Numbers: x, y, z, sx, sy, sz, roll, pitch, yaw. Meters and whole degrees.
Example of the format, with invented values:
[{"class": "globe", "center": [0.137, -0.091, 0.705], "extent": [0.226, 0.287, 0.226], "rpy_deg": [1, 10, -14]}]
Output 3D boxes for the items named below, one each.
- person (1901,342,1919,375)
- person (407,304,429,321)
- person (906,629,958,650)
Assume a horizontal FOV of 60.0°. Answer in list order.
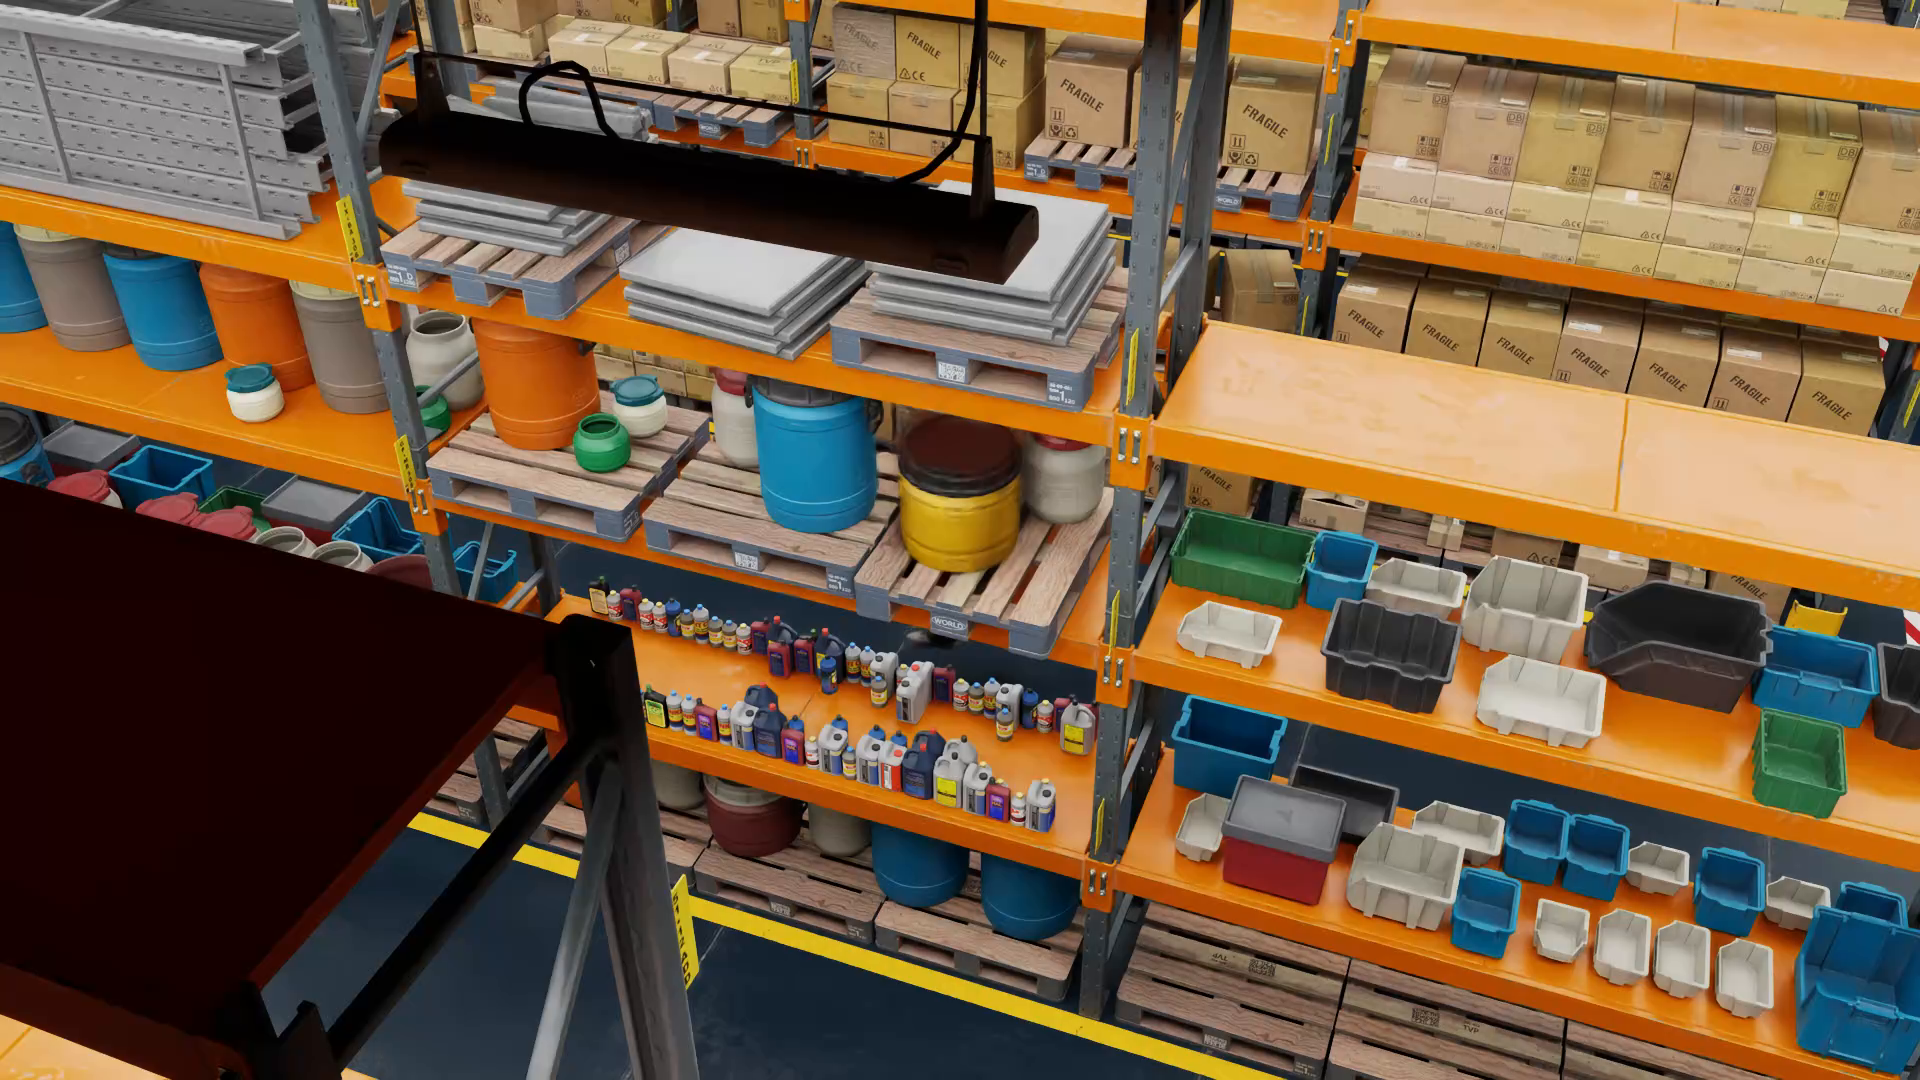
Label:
[{"class": "person", "center": [8.881, -2.222, 14.931], "extent": [0.584, 1.804, 0.451], "rpy_deg": [25, 43, 30]}, {"class": "person", "center": [-4.796, -1.705, 14.200], "extent": [0.864, 1.769, 0.588], "rpy_deg": [4, 37, 6]}, {"class": "person", "center": [0.128, 0.137, 11.411], "extent": [1.045, 1.606, 0.562], "rpy_deg": [5, 37, 7]}]
